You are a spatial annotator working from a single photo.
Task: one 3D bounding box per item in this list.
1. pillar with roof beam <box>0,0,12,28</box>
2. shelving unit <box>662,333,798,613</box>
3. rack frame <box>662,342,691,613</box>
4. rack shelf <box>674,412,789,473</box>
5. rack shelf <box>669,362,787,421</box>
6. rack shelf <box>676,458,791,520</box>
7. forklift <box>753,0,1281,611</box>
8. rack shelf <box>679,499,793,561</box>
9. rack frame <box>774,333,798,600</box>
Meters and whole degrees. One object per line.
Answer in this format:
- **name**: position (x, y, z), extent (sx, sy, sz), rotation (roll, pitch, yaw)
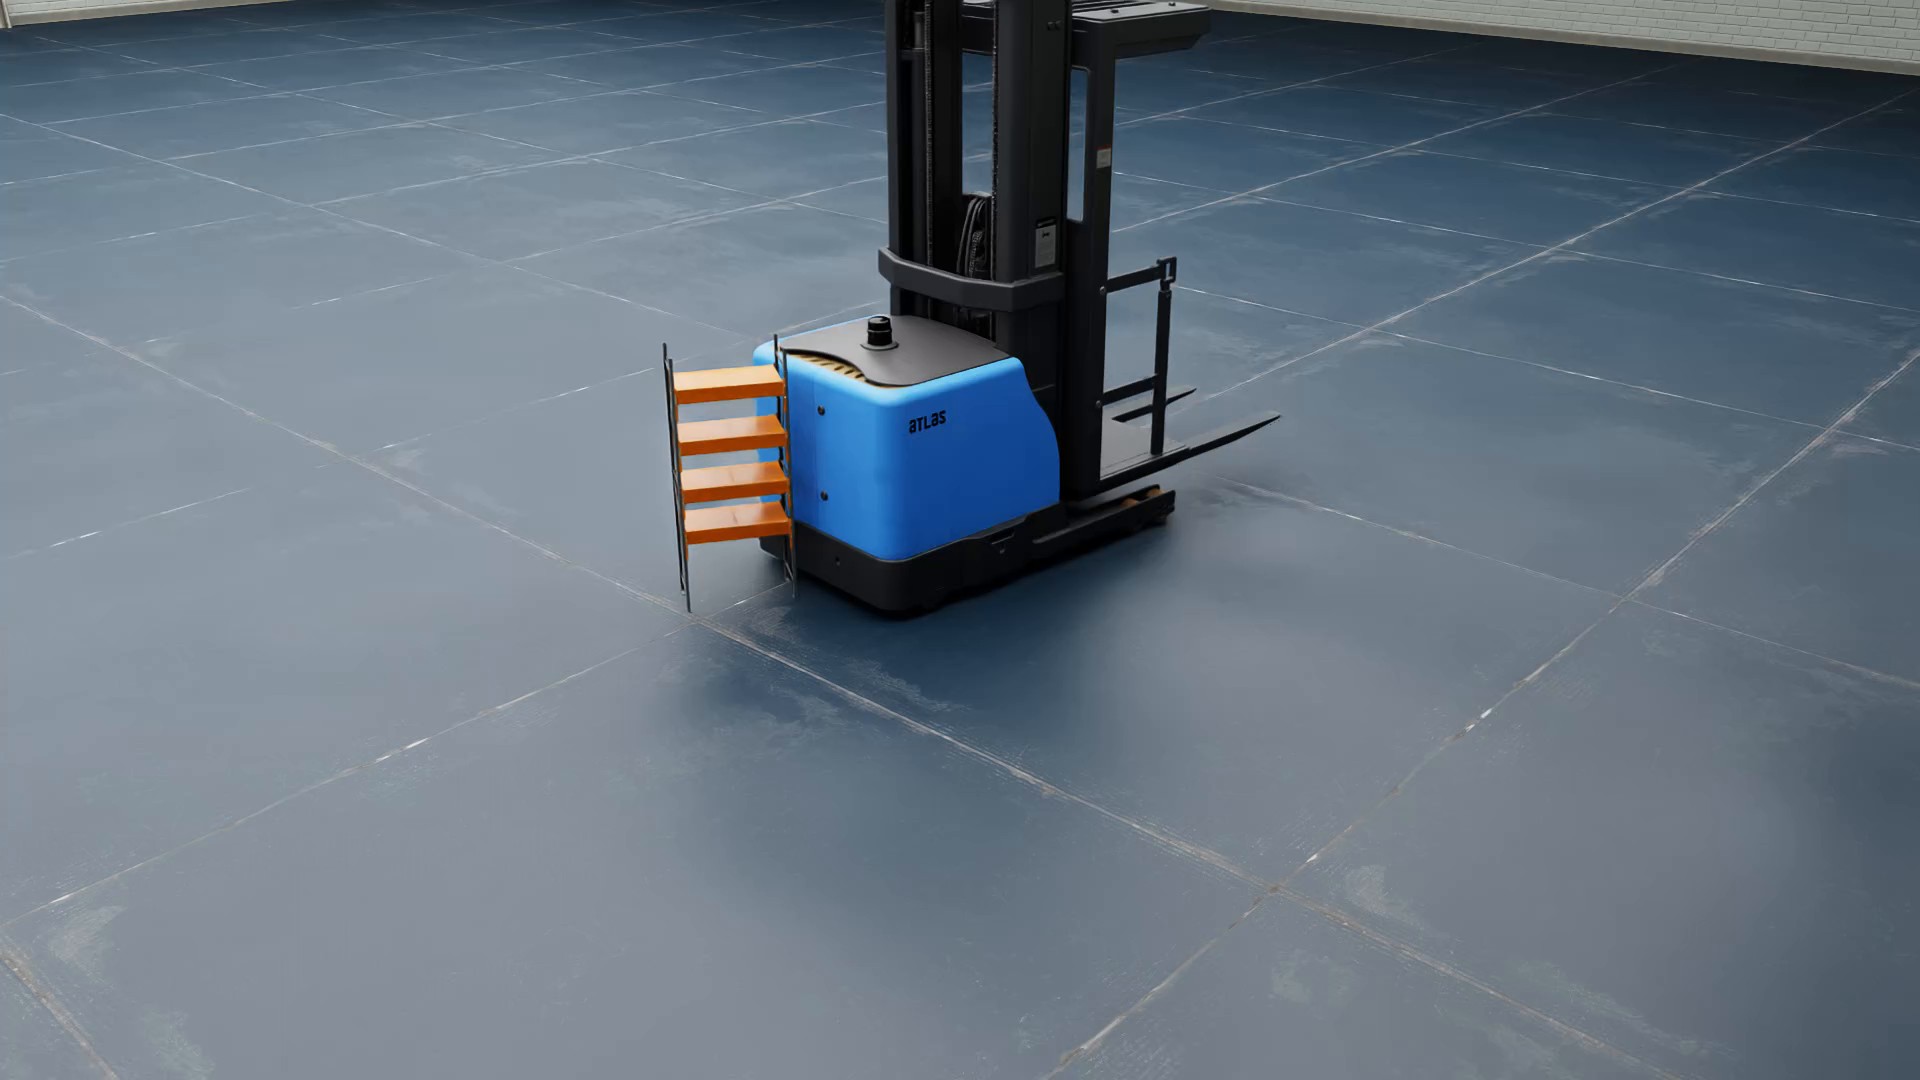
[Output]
- **pillar with roof beam**: position (-12.072, -11.034, 21.861), extent (9.100, 9.000, 0.400), rotation (20, 31, 38)
- **shelving unit**: position (-1.021, -0.292, 7.435), extent (0.503, 1.200, 0.258), rotation (-7, 25, -14)
- **rack frame**: position (-1.255, -0.265, 7.375), extent (0.015, 1.200, 0.240), rotation (-7, 25, -14)
- **rack shelf**: position (-1.021, -0.435, 7.371), extent (0.480, 0.148, 0.258), rotation (-7, 25, -14)
- **rack shelf**: position (-1.021, -0.651, 7.275), extent (0.480, 0.148, 0.258), rotation (-7, 25, -14)
- **rack shelf**: position (-1.021, -0.231, 7.463), extent (0.480, 0.148, 0.258), rotation (-7, 25, -14)
- **forklift**: position (0.456, -1.517, 8.050), extent (3.031, 2.935, 1.130), rotation (-21, 31, -38)
- **rack shelf**: position (-1.021, -0.050, 7.544), extent (0.480, 0.148, 0.258), rotation (-7, 25, -14)
- **rack frame**: position (-0.786, -0.319, 7.496), extent (0.015, 1.200, 0.240), rotation (-7, 25, -14)
